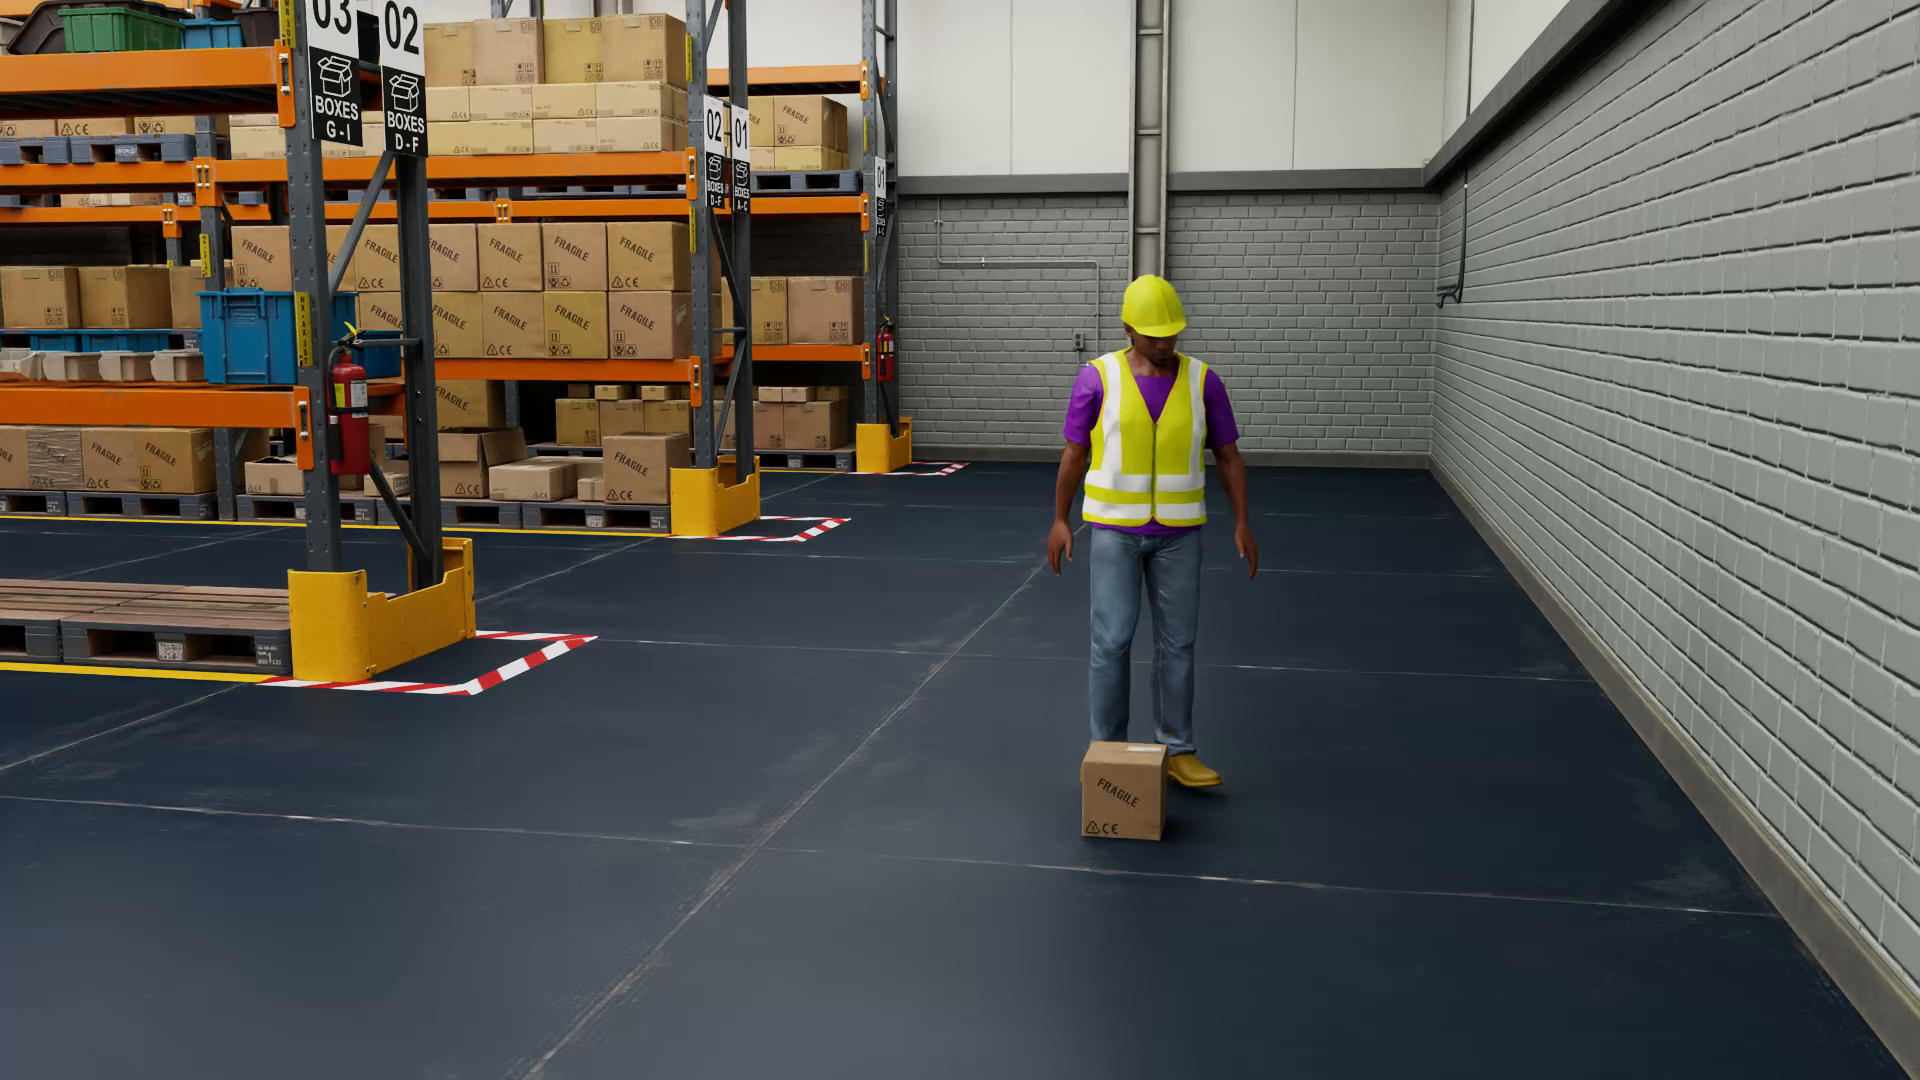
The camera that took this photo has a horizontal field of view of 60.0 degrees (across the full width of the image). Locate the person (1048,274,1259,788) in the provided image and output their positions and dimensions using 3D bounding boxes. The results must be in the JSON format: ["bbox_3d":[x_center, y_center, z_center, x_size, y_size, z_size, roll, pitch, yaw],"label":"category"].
[{"bbox_3d":[0.676,-0.006,5.742,0.701,1.802,0.408,-1,8,-6],"label":"person"}]
